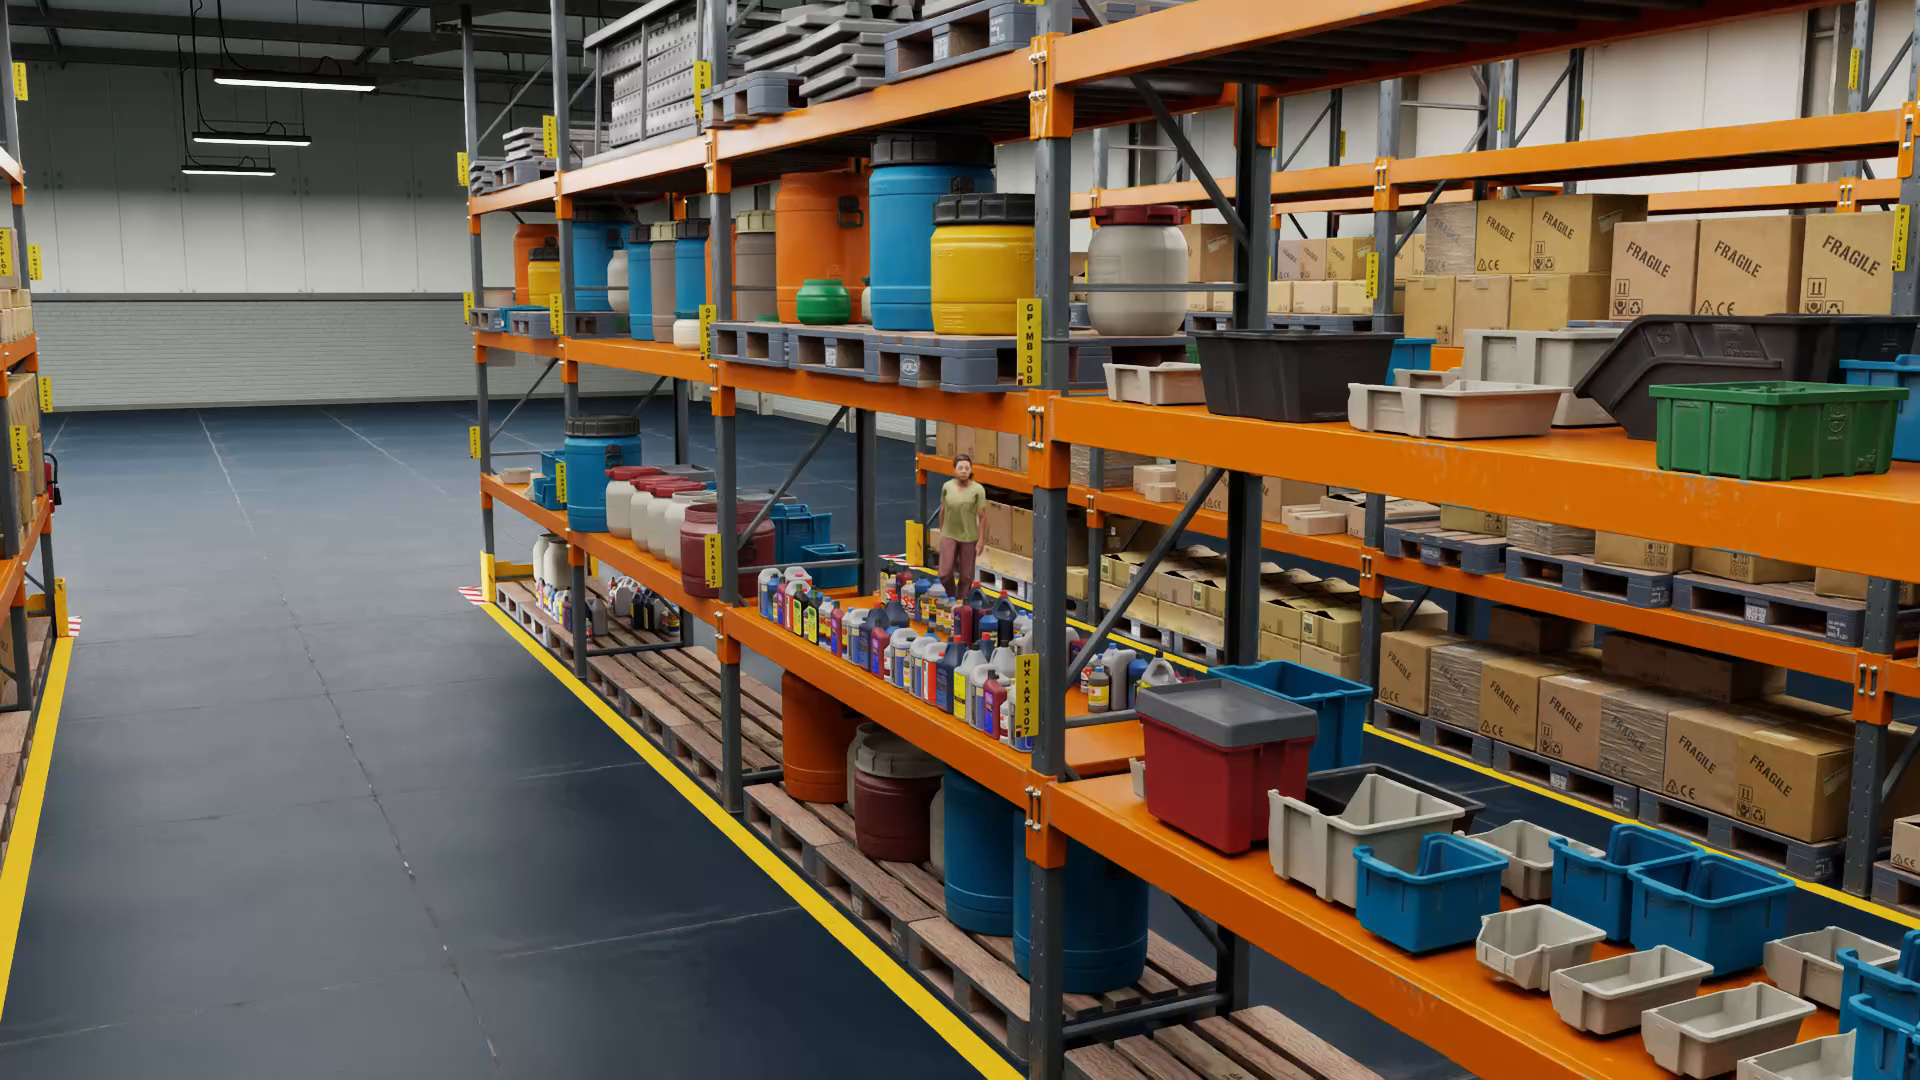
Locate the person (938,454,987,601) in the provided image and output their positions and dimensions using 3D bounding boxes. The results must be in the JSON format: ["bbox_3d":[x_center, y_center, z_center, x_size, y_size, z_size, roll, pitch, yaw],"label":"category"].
[{"bbox_3d":[0.020,0.002,15.738,0.476,1.651,0.509,1,9,5],"label":"person"}]
